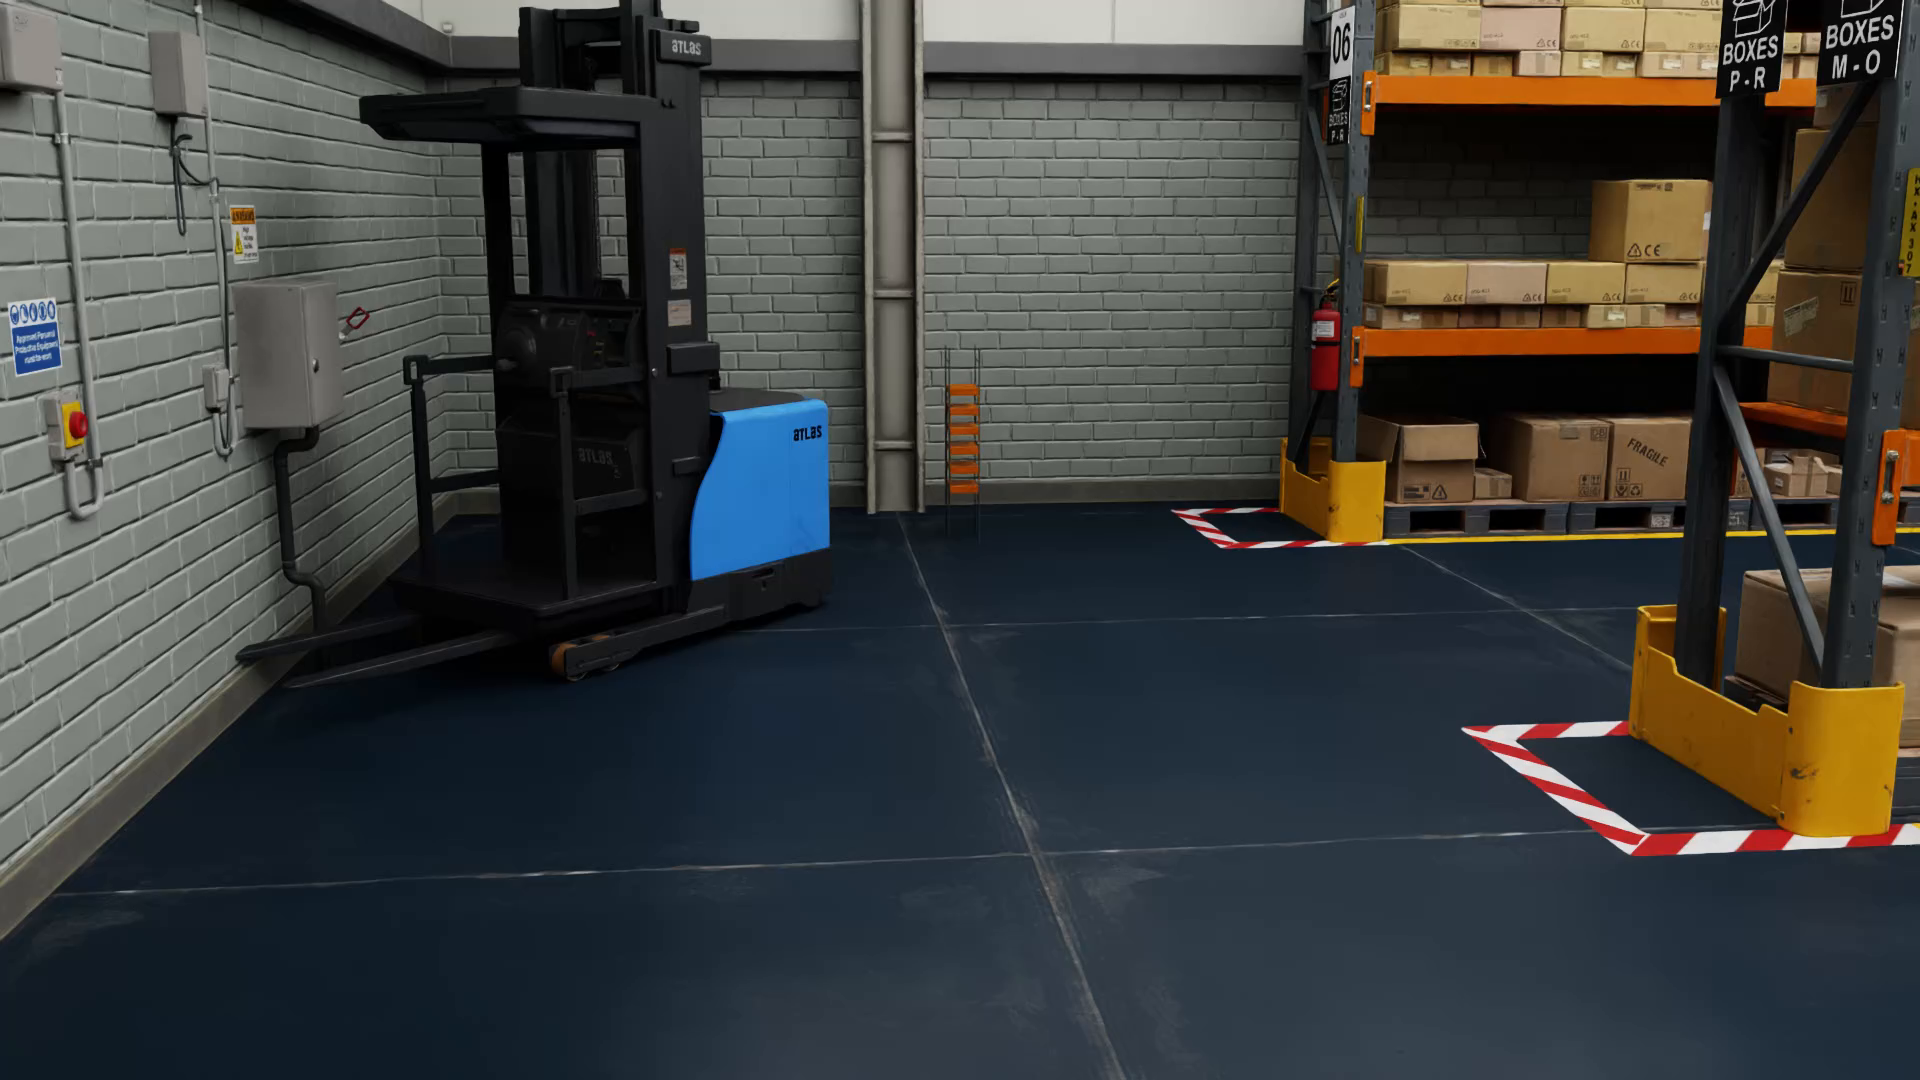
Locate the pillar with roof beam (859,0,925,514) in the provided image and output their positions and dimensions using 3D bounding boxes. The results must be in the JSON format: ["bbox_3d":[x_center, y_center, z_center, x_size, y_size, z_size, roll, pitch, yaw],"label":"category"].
[{"bbox_3d":[0.015,-3.802,6.379,0.400,9.000,9.100,-1,11,-6],"label":"pillar with roof beam"}]

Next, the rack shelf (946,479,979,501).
[{"bbox_3d":[0.014,-0.310,10.309,0.180,0.103,0.258,-1,11,-6],"label":"rack shelf"}]

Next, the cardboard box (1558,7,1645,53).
[{"bbox_3d":[3.812,-3.091,10.157,0.500,0.250,0.500,-2,11,-8],"label":"cardboard box"}]

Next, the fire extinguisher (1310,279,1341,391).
[{"bbox_3d":[2.232,-1.255,10.141,0.183,0.674,0.296,-1,11,-6],"label":"fire extinguisher"}]

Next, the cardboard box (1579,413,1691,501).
[{"bbox_3d":[4.337,-0.543,10.748,0.500,0.500,0.500,-1,11,-5],"label":"cardboard box"}]

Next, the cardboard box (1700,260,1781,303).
[{"bbox_3d":[4.831,-1.644,10.574,0.500,0.250,0.500,-1,11,-6],"label":"cardboard box"}]

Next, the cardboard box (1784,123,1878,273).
[{"bbox_3d":[3.322,-1.211,5.899,0.500,0.500,0.500,-1,11,-4],"label":"cardboard box"}]

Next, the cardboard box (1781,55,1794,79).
[{"bbox_3d":[4.954,-2.922,10.332,0.250,0.149,0.380,-1,11,-4],"label":"cardboard box"}]

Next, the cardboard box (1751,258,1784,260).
[{"bbox_3d":[5.286,-1.753,11.124,0.500,0.250,0.500,-1,11,-7],"label":"cardboard box"}]

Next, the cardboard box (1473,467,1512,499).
[{"bbox_3d":[3.373,-0.370,10.778,0.250,0.149,0.380,-2,11,-8],"label":"cardboard box"}]

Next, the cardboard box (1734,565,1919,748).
[{"bbox_3d":[3.513,0.403,6.096,0.875,0.438,0.875,-2,11,-8],"label":"cardboard box"}]

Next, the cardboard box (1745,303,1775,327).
[{"bbox_3d":[4.988,-1.442,10.576,0.250,0.149,0.380,-1,11,-7],"label":"cardboard box"}]

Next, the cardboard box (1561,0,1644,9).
[{"bbox_3d":[3.802,-3.338,10.116,0.500,0.250,0.500,-1,11,-7],"label":"cardboard box"}]

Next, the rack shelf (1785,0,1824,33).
[{"bbox_3d":[4.856,-1.776,5.714,4.000,0.370,1.077,-1,11,-6],"label":"rack shelf"}]

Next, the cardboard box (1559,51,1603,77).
[{"bbox_3d":[3.703,-2.883,10.130,0.250,0.149,0.380,-1,11,-6],"label":"cardboard box"}]

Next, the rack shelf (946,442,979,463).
[{"bbox_3d":[0.014,-0.545,10.262,0.180,0.103,0.258,-1,11,-6],"label":"rack shelf"}]

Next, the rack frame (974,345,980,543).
[{"bbox_3d":[0.105,-0.591,10.264,0.006,1.200,0.240,-1,11,-6],"label":"rack frame"}]

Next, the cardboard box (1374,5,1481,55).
[{"bbox_3d":[2.799,-3.068,10.041,0.500,0.250,0.500,-1,11,-7],"label":"cardboard box"}]

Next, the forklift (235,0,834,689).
[{"bbox_3d":[-1.932,-0.929,7.494,1.130,2.935,3.031,8,14,35],"label":"forklift"}]

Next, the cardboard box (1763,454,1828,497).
[{"bbox_3d":[5.428,-0.440,10.827,0.258,0.266,0.396,-1,11,-4],"label":"cardboard box"}]

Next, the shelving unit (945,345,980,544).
[{"bbox_3d":[0.014,-0.589,10.254,0.189,1.200,0.258,-1,11,-6],"label":"shelving unit"}]

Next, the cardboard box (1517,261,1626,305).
[{"bbox_3d":[3.813,-1.619,10.445,0.500,0.250,0.500,-1,11,-7],"label":"cardboard box"}]

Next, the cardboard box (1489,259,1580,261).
[{"bbox_3d":[3.763,-1.720,10.958,0.500,0.250,0.500,-1,11,-4],"label":"cardboard box"}]

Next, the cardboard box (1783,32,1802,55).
[{"bbox_3d":[4.826,-3.115,10.280,0.500,0.250,0.500,-1,11,-5],"label":"cardboard box"}]

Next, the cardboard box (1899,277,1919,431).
[{"bbox_3d":[3.376,-0.619,5.483,0.500,0.500,0.500,-1,11,-7],"label":"cardboard box"}]

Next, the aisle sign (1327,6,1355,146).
[{"bbox_3d":[2.292,-2.785,10.019,0.004,0.787,0.394,-1,11,-6],"label":"aisle sign"}]

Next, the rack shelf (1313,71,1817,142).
[{"bbox_3d":[4.317,-2.728,10.556,4.000,0.370,1.077,-1,11,-6],"label":"rack shelf"}]

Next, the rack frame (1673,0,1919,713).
[{"bbox_3d":[2.868,-0.615,5.722,0.127,3.000,1.000,-1,11,-6],"label":"rack frame"}]

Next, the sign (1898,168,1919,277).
[{"bbox_3d":[2.922,-0.972,5.089,0.005,0.325,0.100,-1,11,-6],"label":"sign"}]

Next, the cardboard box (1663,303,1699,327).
[{"bbox_3d":[4.479,-1.443,10.586,0.250,0.149,0.380,-1,11,-6],"label":"cardboard box"}]

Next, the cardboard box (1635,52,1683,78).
[{"bbox_3d":[4.205,-2.891,10.173,0.250,0.149,0.380,-1,11,-6],"label":"cardboard box"}]

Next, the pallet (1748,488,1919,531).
[{"bbox_3d":[5.622,-0.268,11.185,1.213,0.211,1.003,-1,11,-6],"label":"pallet"}]

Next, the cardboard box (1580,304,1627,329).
[{"bbox_3d":[3.971,-1.415,10.443,0.250,0.149,0.380,-2,11,-8],"label":"cardboard box"}]

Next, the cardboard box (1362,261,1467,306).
[{"bbox_3d":[2.809,-1.597,10.335,0.500,0.250,0.500,-1,11,-6],"label":"cardboard box"}]

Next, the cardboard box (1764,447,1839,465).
[{"bbox_3d":[5.623,-0.569,11.367,0.500,0.311,0.500,-1,11,-4],"label":"cardboard box"}]

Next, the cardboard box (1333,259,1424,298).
[{"bbox_3d":[2.757,-1.700,10.857,0.500,0.250,0.500,-1,11,-4],"label":"cardboard box"}]

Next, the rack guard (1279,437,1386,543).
[{"bbox_3d":[2.404,-0.342,10.813,0.348,0.500,1.175,-1,11,-6],"label":"rack guard"}]

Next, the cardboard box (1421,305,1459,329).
[{"bbox_3d":[2.933,-1.412,10.427,0.250,0.149,0.380,-1,11,-5],"label":"cardboard box"}]

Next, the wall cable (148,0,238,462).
[{"bbox_3d":[-2.900,-1.264,6.386,0.122,1.984,0.588,-1,11,-6],"label":"wall cable"}]

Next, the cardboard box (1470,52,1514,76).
[{"bbox_3d":[3.185,-2.890,10.169,0.250,0.149,0.380,-1,11,-6],"label":"cardboard box"}]

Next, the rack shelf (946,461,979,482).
[{"bbox_3d":[0.014,-0.428,10.286,0.180,0.103,0.258,-1,11,-6],"label":"rack shelf"}]

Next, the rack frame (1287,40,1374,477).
[{"bbox_3d":[2.328,-1.567,10.564,0.127,3.000,1.000,-1,11,-6],"label":"rack frame"}]

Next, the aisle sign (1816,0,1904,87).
[{"bbox_3d":[2.828,-1.834,5.181,0.004,0.787,0.394,-1,11,-6],"label":"aisle sign"}]

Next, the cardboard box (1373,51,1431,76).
[{"bbox_3d":[2.670,-2.878,10.106,0.250,0.149,0.380,-1,11,-5],"label":"cardboard box"}]

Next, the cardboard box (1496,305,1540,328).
[{"bbox_3d":[3.448,-1.418,10.456,0.250,0.149,0.380,-1,11,-4],"label":"cardboard box"}]

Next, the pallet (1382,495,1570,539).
[{"bbox_3d":[3.196,-0.217,10.926,1.213,0.211,1.003,-1,11,-6],"label":"pallet"}]

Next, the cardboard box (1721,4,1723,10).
[{"bbox_3d":[4.821,-3.362,10.240,0.500,0.250,0.500,-1,11,-5],"label":"cardboard box"}]

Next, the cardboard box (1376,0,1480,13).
[{"bbox_3d":[2.797,-3.318,10.014,0.500,0.250,0.500,-1,11,-7],"label":"cardboard box"}]

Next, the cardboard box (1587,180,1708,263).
[{"bbox_3d":[4.300,-1.997,10.422,0.500,0.500,0.500,-1,11,-5],"label":"cardboard box"}]
